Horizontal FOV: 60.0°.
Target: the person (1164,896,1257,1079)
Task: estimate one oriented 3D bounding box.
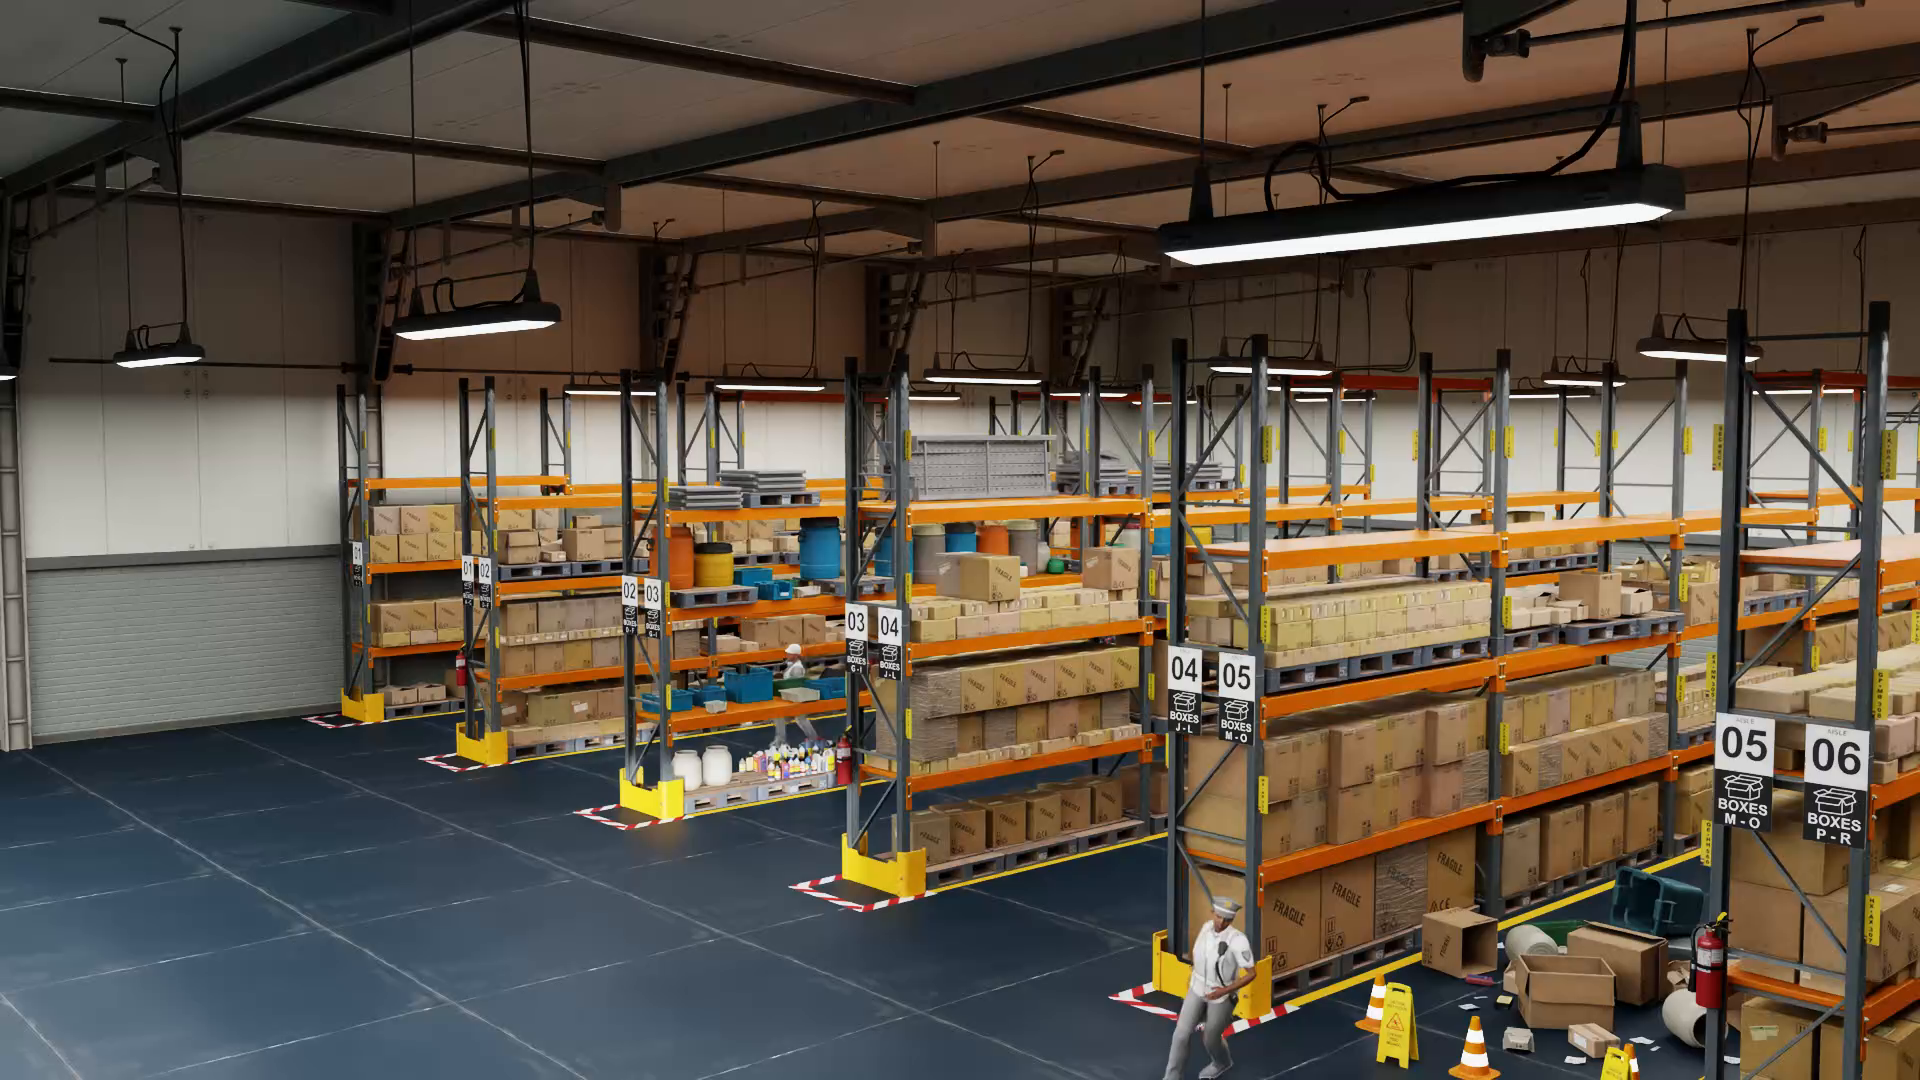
[{"bbox_3d":[1.958,3.498,12.767,0.704,1.618,0.839,3,5,39],"label":"person"}]

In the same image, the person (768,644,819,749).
[{"bbox_3d":[-2.647,2.518,26.752,0.833,1.745,0.716,-2,4,-25],"label":"person"}]
